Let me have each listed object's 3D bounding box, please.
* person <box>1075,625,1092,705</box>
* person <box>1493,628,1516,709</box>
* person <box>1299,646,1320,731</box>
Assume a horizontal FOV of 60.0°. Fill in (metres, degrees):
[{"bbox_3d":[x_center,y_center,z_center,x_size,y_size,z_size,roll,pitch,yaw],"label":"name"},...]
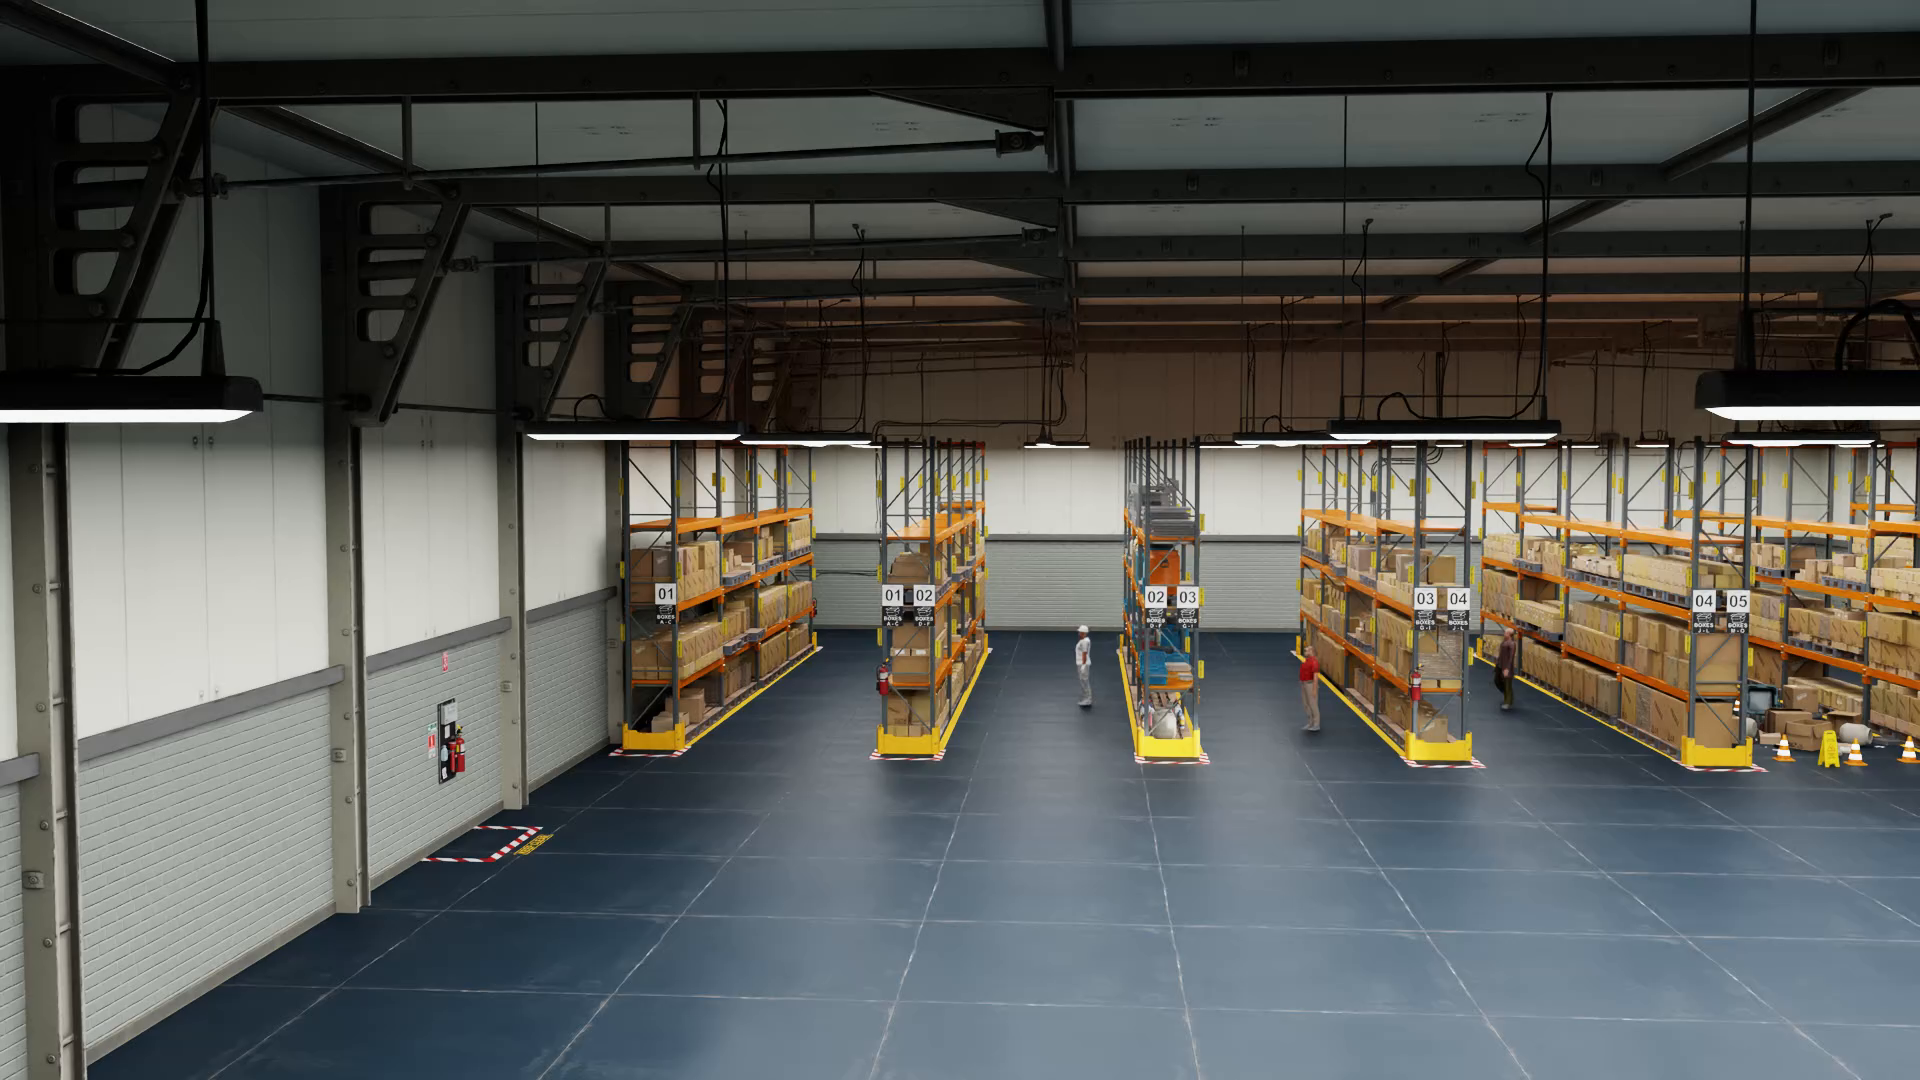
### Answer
[{"bbox_3d":[2.783,2.831,37.439,0.371,1.820,0.661,0,3,3],"label":"person"},{"bbox_3d":[12.191,2.845,37.057,0.533,1.780,0.655,0,3,-9],"label":"person"},{"bbox_3d":[7.177,3.050,34.081,0.405,1.763,0.645,-1,3,-10],"label":"person"}]
